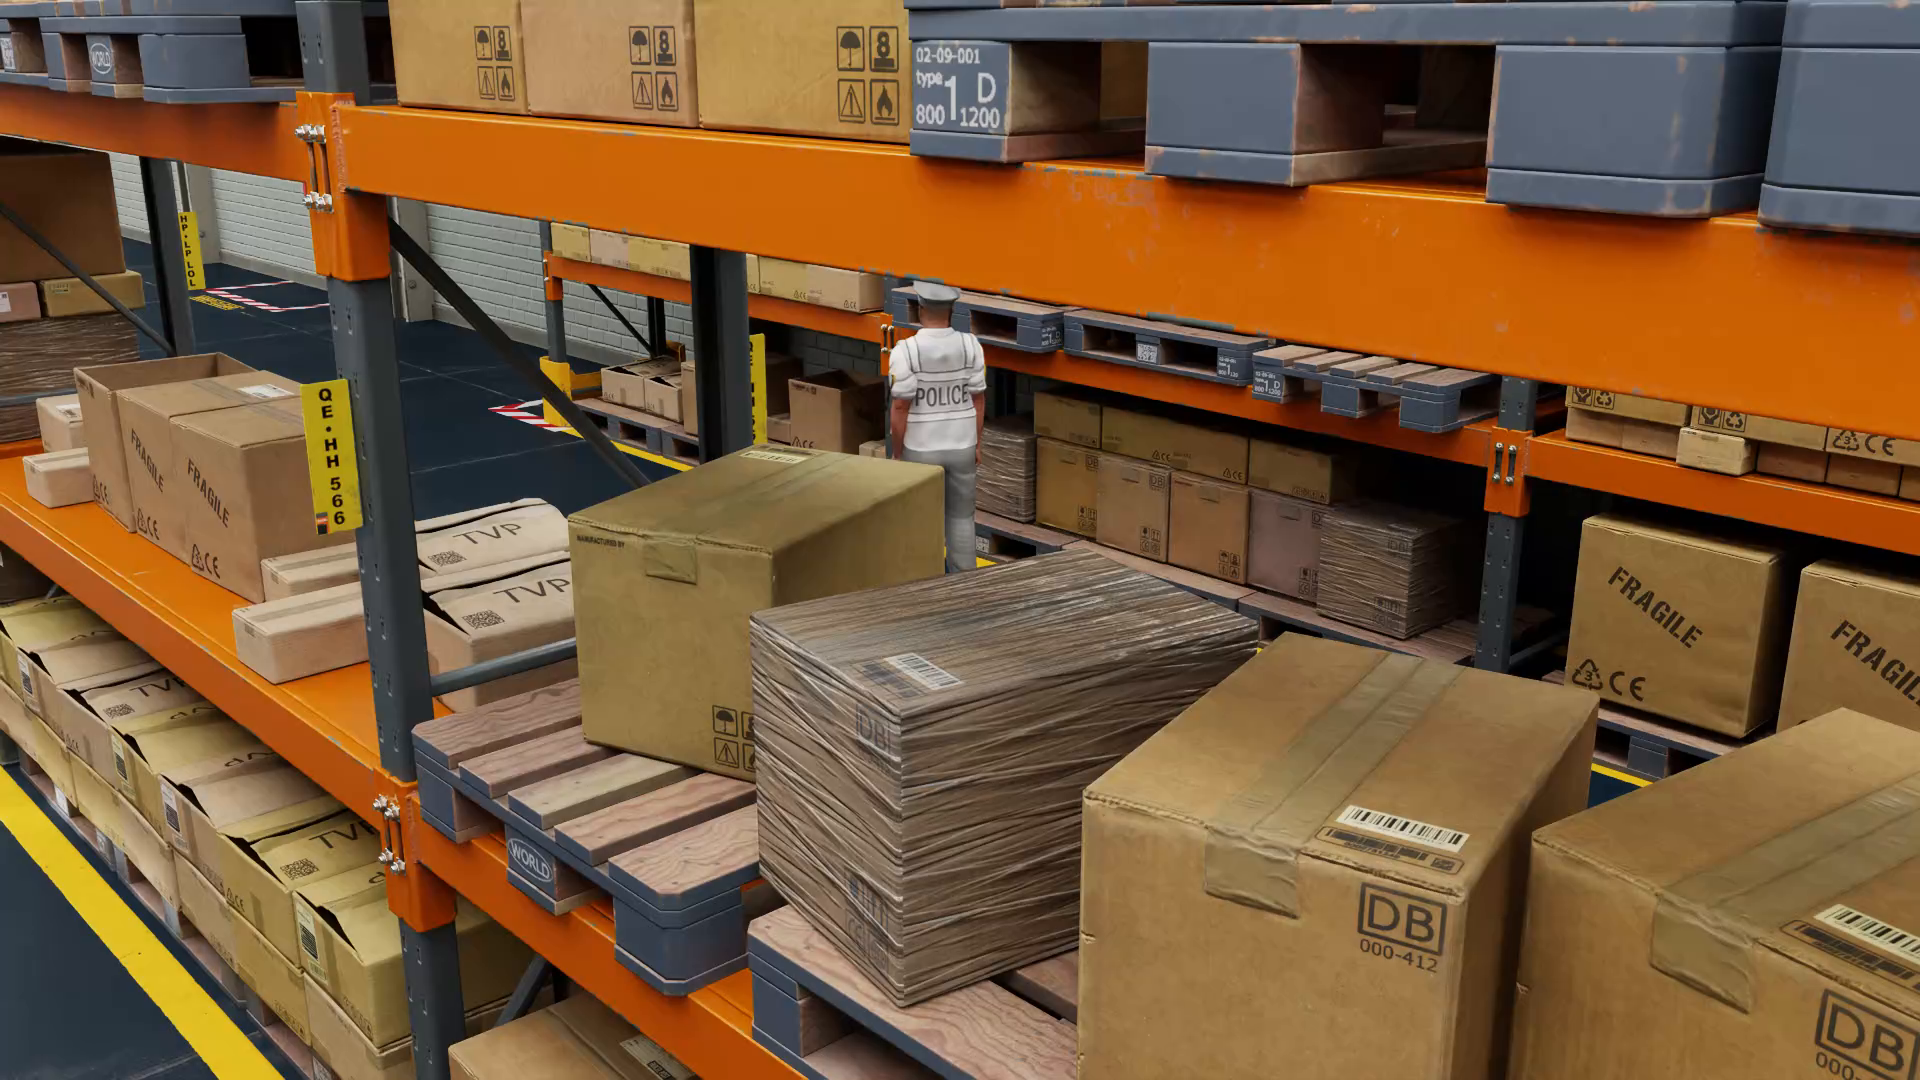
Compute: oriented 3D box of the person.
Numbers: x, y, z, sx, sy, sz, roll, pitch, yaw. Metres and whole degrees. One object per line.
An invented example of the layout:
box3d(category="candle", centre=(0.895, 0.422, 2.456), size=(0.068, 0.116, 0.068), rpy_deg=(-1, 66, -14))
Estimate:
box3d(category="person", centre=(-0.134, -0.478, 8.553), size=(0.521, 1.770, 0.408), rpy_deg=(-7, 18, -21))
